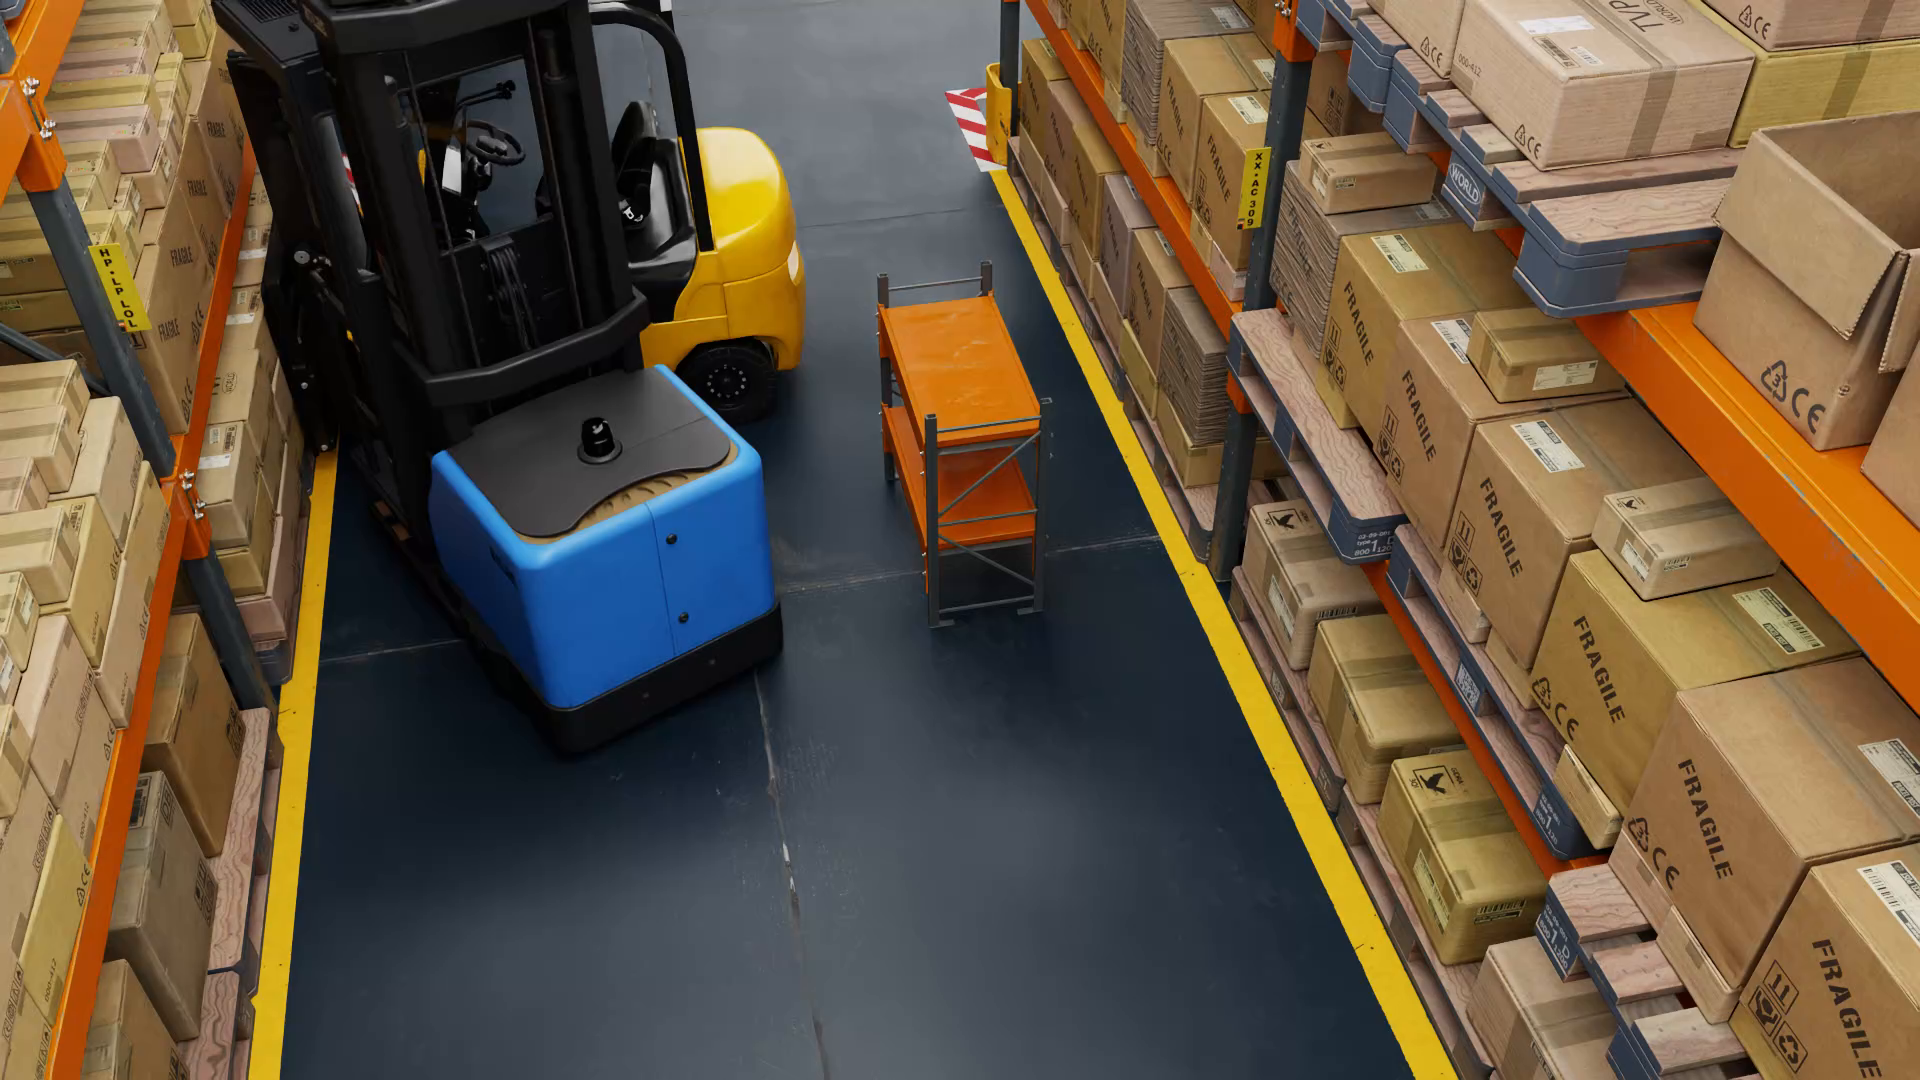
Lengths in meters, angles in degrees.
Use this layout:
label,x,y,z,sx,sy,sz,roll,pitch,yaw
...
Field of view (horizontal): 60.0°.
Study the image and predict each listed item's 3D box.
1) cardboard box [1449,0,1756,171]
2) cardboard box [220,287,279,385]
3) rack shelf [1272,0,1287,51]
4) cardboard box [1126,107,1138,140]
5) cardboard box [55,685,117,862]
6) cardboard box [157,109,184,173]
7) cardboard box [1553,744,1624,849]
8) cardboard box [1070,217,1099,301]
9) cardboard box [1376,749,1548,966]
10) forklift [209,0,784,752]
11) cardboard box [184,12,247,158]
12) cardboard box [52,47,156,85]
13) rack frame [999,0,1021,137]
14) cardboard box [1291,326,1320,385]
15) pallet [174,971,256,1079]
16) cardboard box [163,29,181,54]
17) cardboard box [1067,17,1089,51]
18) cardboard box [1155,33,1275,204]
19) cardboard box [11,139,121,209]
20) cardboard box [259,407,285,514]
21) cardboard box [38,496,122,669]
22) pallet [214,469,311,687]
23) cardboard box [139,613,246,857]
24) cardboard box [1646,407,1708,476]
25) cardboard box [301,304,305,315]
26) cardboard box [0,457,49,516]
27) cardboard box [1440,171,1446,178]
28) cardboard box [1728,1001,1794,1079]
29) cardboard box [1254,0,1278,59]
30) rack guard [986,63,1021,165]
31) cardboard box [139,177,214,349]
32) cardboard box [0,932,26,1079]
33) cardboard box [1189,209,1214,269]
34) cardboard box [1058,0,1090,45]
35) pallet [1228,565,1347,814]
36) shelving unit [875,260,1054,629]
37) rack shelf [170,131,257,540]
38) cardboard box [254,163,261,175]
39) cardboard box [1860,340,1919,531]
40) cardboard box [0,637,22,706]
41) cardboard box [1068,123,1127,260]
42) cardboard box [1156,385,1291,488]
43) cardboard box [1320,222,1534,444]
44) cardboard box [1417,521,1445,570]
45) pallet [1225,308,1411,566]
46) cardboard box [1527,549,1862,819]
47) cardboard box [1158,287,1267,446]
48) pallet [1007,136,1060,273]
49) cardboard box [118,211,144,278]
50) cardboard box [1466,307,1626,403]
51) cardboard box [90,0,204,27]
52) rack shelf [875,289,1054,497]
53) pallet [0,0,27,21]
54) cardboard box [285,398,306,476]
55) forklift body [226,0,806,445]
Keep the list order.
label,x,y,z,sx,sy,sz,roll,pitch,yaw
cardboard box,1.577,-1.173,4.131,0.500,0.250,0.500,-9,42,-10
cardboard box,-3.261,-0.840,7.220,0.500,0.250,0.500,-7,42,-8
rack shelf,1.170,-3.188,7.146,1.077,0.370,4.000,-8,42,-9
cardboard box,0.986,-1.937,7.644,0.380,0.149,0.250,-9,42,-10
cardboard box,-2.689,0.672,4.628,0.500,0.250,0.500,-8,42,-9
cardboard box,-3.233,-1.522,6.423,0.380,0.149,0.250,-9,42,-10
cardboard box,1.818,0.651,4.411,0.380,0.149,0.250,-8,42,-9
cardboard box,0.875,-1.514,8.732,0.500,0.250,0.500,-6,42,-6
cardboard box,2.028,1.043,5.760,0.950,0.372,0.625,-7,42,-8
forklift,-2.027,-1.195,6.671,1.130,2.935,3.031,-27,48,-27
cardboard box,-3.531,-2.004,7.454,0.500,0.500,0.500,-9,42,-10
cardboard box,-3.379,-1.789,6.499,0.380,0.149,0.250,-9,42,-9
rack frame,0.738,-3.631,9.363,1.000,3.000,0.127,-8,42,-9
cardboard box,1.412,-0.698,5.931,0.380,0.149,0.250,-8,42,-9
pallet,-2.780,1.982,5.139,1.003,0.211,1.213,-8,42,-9
cardboard box,-3.493,-2.010,6.973,0.380,0.149,0.250,-9,42,-10
cardboard box,0.754,-2.608,8.400,0.380,0.149,0.250,-7,42,-8
cardboard box,1.145,-1.772,6.969,0.500,0.500,0.500,-7,42,-8
cardboard box,-3.232,-1.286,5.933,0.380,0.149,0.250,-9,42,-10
cardboard box,-3.158,-0.324,7.016,0.500,0.250,0.500,-9,42,-10
cardboard box,-2.771,0.158,4.830,0.500,0.250,0.500,-9,42,-10
pallet,-3.375,0.197,7.151,1.003,0.211,1.213,-8,42,-9
cardboard box,-3.121,0.743,5.908,0.875,0.625,0.625,-7,42,-7
cardboard box,2.253,-0.081,4.748,0.500,0.500,0.500,-10,43,-11
cardboard box,-3.468,-1.304,8.120,0.500,0.250,0.500,-9,42,-10
cardboard box,-2.879,-0.084,4.803,0.380,0.149,0.250,-8,42,-9
cardboard box,1.925,-1.078,5.870,0.500,0.500,0.500,-9,42,-10
cardboard box,2.036,1.149,3.851,0.380,0.149,0.250,-8,42,-9
cardboard box,1.630,-2.211,6.711,0.700,0.500,0.500,-8,42,-9
rack guard,0.755,-2.647,10.137,1.175,0.500,0.348,-8,42,-9
cardboard box,-3.214,-1.022,6.349,0.500,0.500,0.500,-8,42,-9
cardboard box,-2.440,1.148,3.715,0.500,0.250,0.500,-9,42,-10
cardboard box,1.174,-1.270,6.892,0.380,0.149,0.250,-7,42,-8
cardboard box,0.796,-2.768,8.091,0.500,0.500,0.500,-9,42,-10
pallet,1.771,0.509,6.799,1.003,0.211,1.213,-8,42,-9
shelving unit,0.001,-0.416,7.153,0.538,1.125,1.048,-8,42,-9
rack shelf,-3.676,-1.352,7.337,1.077,0.370,4.000,-8,42,-9
cardboard box,-3.588,-1.836,8.343,0.500,0.250,0.500,-8,42,-8
cardboard box,2.270,-0.221,3.186,0.700,0.500,0.500,-8,42,-9
cardboard box,-2.649,0.409,4.248,0.380,0.149,0.250,-8,42,-9
cardboard box,0.865,-1.798,8.488,0.500,0.500,0.500,-8,42,-8
cardboard box,1.212,-0.512,7.604,0.500,0.250,0.500,-7,42,-7
cardboard box,1.532,-0.675,5.416,0.500,0.500,0.500,-8,42,-9
cardboard box,1.660,-0.029,5.178,0.380,0.149,0.250,-8,42,-9
pallet,1.625,-0.450,5.924,1.003,0.211,1.213,-8,42,-9
cardboard box,1.863,0.333,4.281,0.500,0.500,0.500,-11,43,-12
cardboard box,1.212,-0.793,7.355,0.500,0.500,0.500,-9,42,-10
pallet,0.896,-2.007,9.634,1.003,0.211,1.213,-8,42,-9
cardboard box,-3.114,-1.017,5.854,0.380,0.149,0.250,-7,42,-8
cardboard box,1.693,-0.542,4.778,0.380,0.149,0.250,-6,42,-7
cardboard box,-3.451,-2.294,7.068,0.380,0.149,0.250,-8,42,-8
rack shelf,0.001,-0.635,6.959,0.538,0.278,1.000,-8,42,-9
pallet,-3.454,-1.963,5.290,1.003,0.211,1.213,-8,42,-9
cardboard box,-3.276,-0.472,7.559,0.500,0.250,0.500,-8,42,-9
forklift body,-1.917,-1.632,7.751,2.313,2.155,1.214,-8,42,-9
